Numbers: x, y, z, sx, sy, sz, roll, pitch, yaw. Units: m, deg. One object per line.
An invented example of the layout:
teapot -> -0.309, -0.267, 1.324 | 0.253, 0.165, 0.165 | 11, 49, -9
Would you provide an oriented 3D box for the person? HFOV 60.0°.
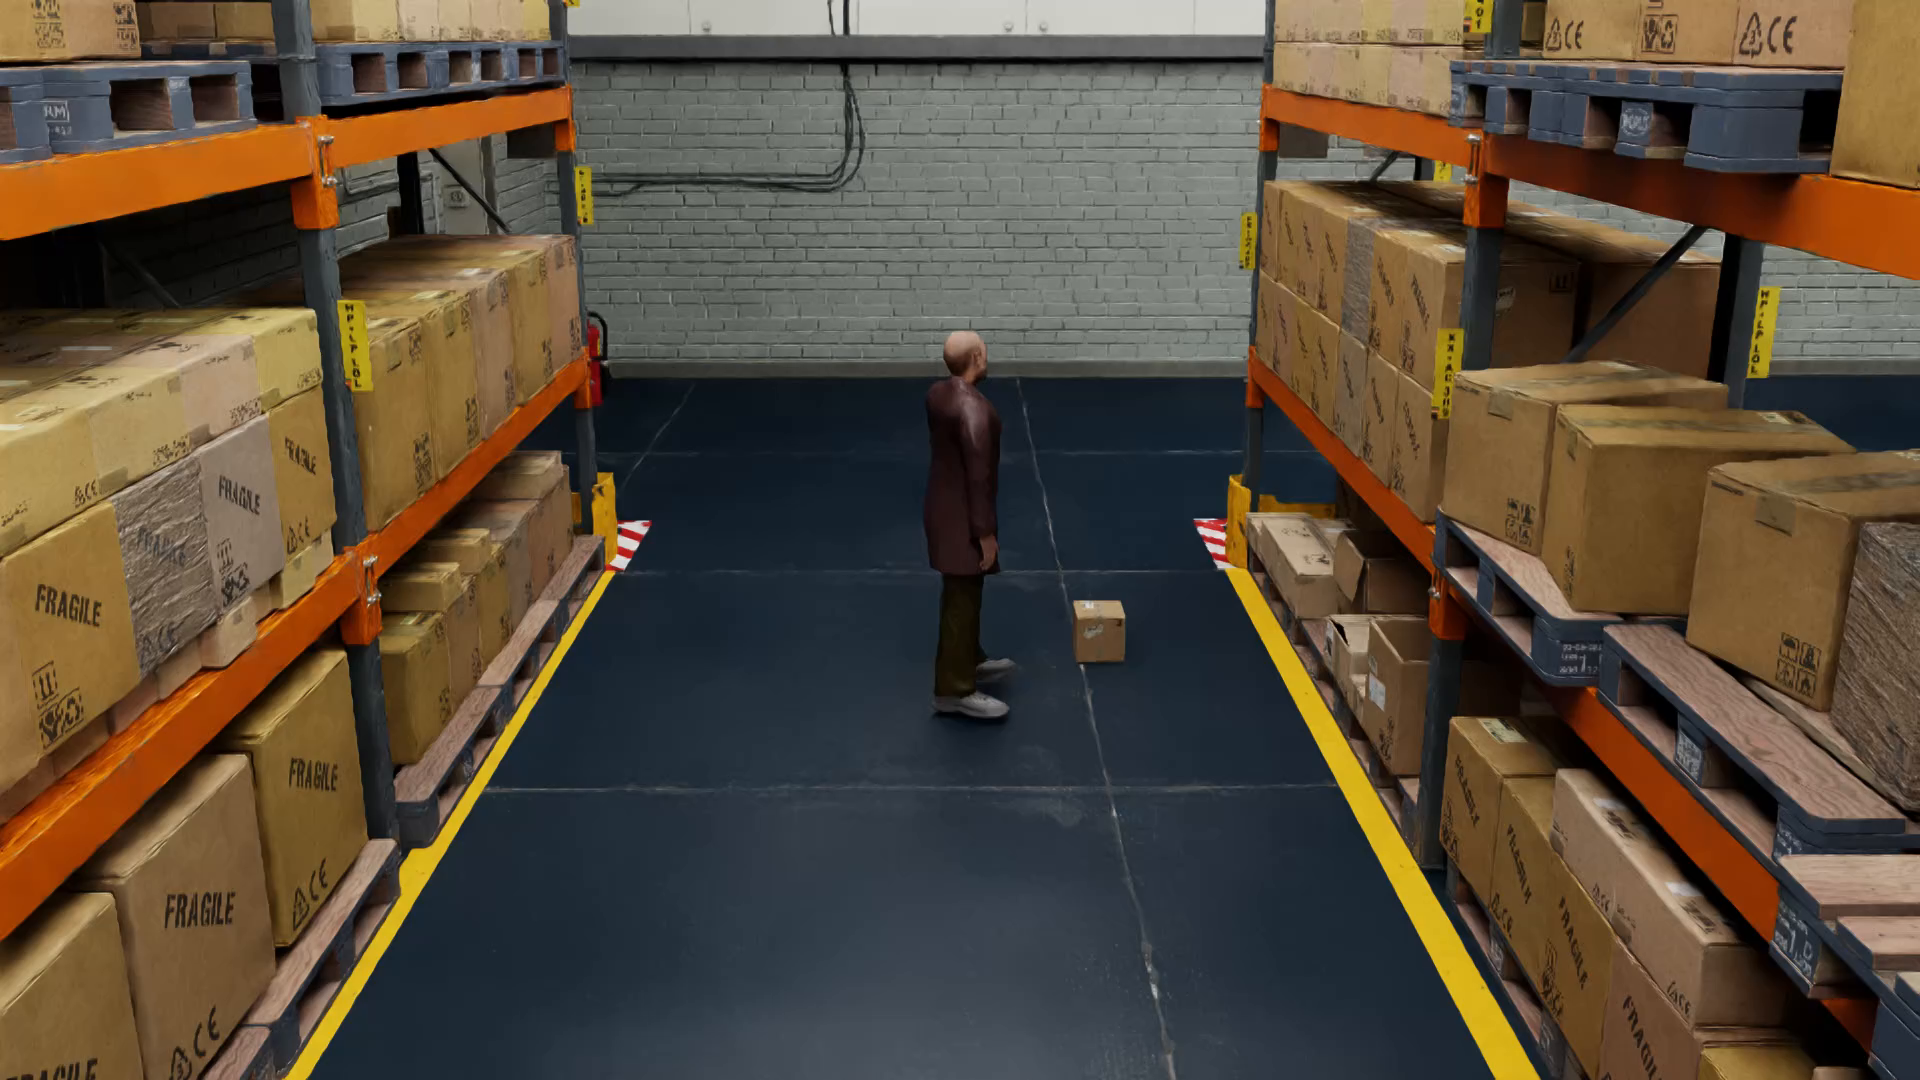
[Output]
person -> 0.077, -0.100, 7.795 | 0.520, 1.786, 0.647 | -6, 18, -19
